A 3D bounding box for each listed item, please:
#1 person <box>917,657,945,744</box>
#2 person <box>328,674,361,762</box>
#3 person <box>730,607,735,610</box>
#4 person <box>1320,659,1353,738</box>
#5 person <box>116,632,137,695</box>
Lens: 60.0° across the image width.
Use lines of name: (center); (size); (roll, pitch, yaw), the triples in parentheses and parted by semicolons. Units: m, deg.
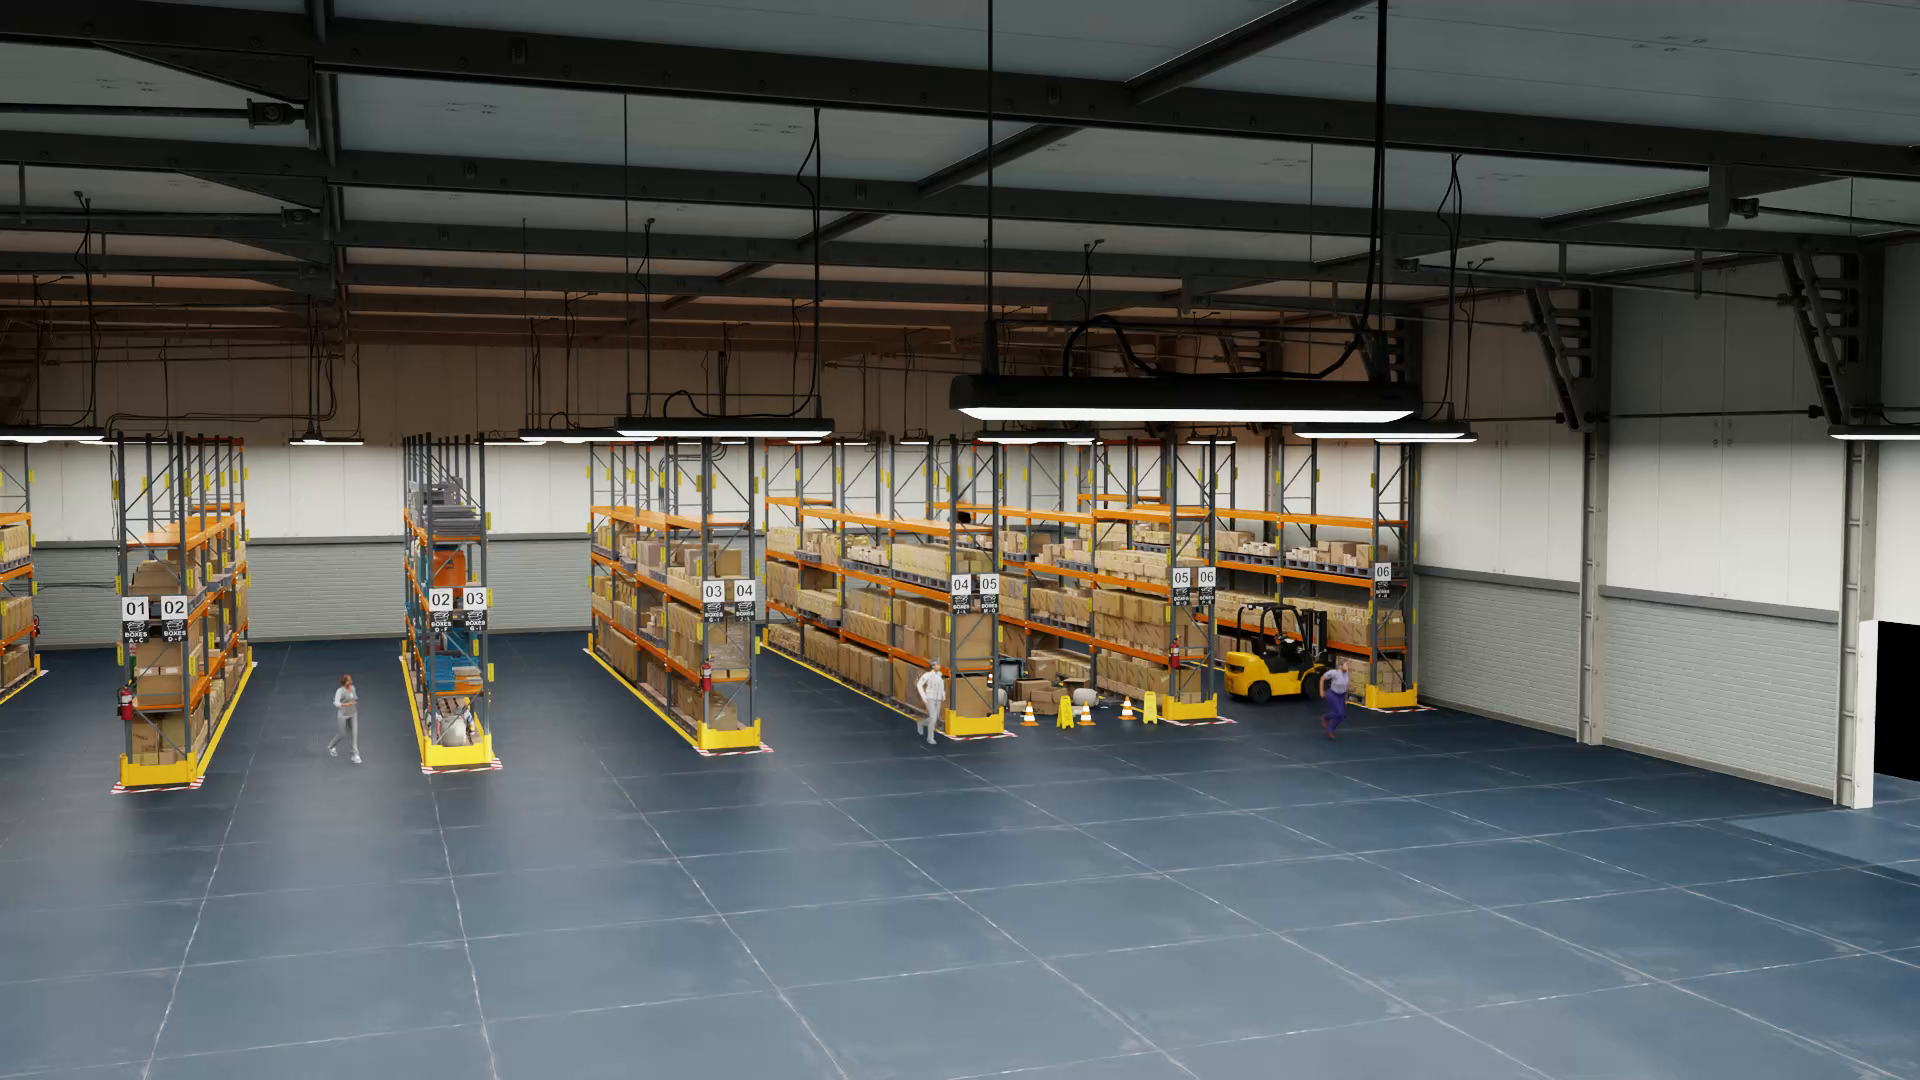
person: (-0.558, 3.127, 32.463); (0.649, 1.680, 0.657); (-3, 4, -42)
person: (-11.186, 3.223, 30.267); (0.881, 1.586, 0.537); (2, 4, 36)
person: (-6.309, 2.400, 45.249); (0.599, 1.693, 0.918); (-2, 4, -31)
person: (7.468, 3.130, 32.837); (0.593, 1.578, 0.672); (-2, 4, -37)
person: (-19.147, 2.710, 38.417); (0.616, 1.851, 0.792); (-1, 3, -25)
